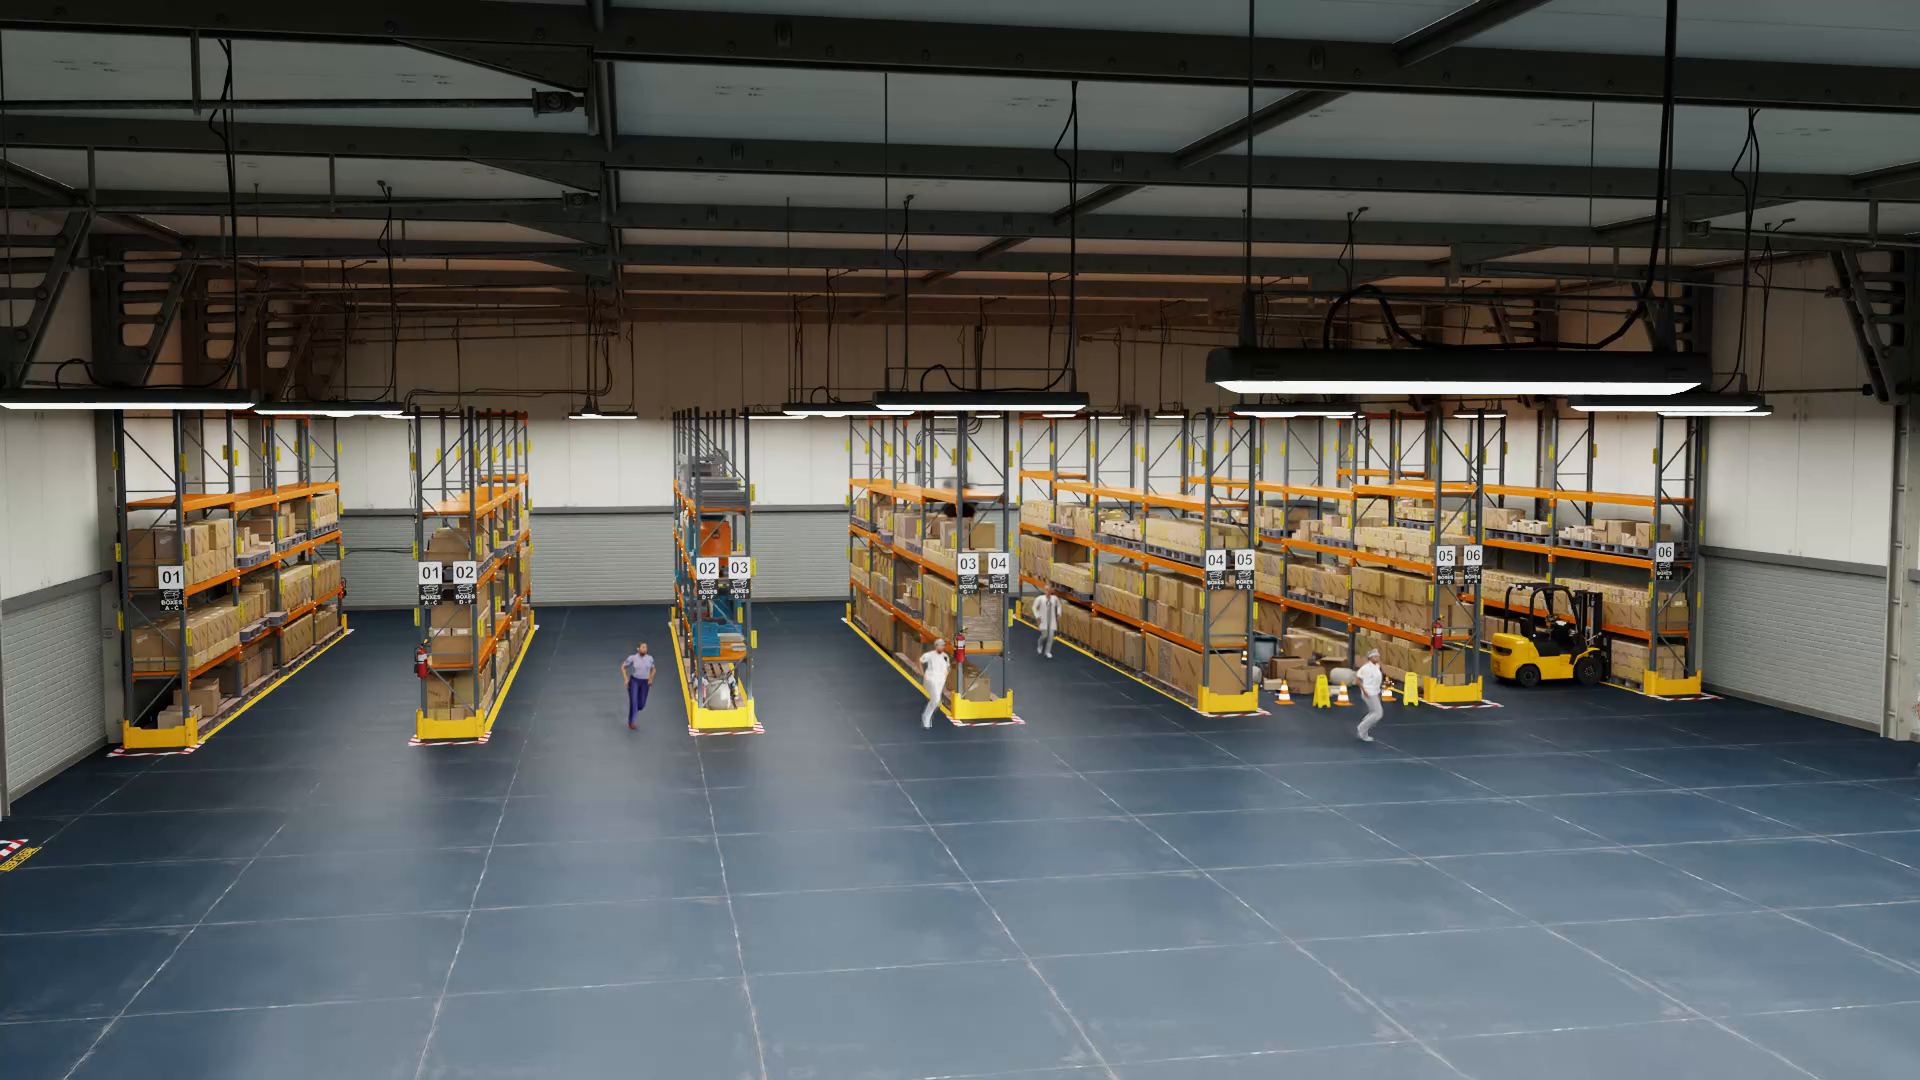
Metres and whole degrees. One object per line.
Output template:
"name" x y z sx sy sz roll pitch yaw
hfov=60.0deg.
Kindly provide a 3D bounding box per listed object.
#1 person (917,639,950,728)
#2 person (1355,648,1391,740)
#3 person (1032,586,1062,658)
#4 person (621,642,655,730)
"person" -0.469 2.692 31.302 0.631 1.665 0.631 -3 5 -40
"person" 7.423 2.767 29.799 0.582 1.667 0.560 3 5 38
"person" 2.136 1.975 40.548 0.731 1.750 0.636 -1 4 -13
"person" -6.039 2.725 31.271 0.647 1.621 0.642 -2 5 -28
